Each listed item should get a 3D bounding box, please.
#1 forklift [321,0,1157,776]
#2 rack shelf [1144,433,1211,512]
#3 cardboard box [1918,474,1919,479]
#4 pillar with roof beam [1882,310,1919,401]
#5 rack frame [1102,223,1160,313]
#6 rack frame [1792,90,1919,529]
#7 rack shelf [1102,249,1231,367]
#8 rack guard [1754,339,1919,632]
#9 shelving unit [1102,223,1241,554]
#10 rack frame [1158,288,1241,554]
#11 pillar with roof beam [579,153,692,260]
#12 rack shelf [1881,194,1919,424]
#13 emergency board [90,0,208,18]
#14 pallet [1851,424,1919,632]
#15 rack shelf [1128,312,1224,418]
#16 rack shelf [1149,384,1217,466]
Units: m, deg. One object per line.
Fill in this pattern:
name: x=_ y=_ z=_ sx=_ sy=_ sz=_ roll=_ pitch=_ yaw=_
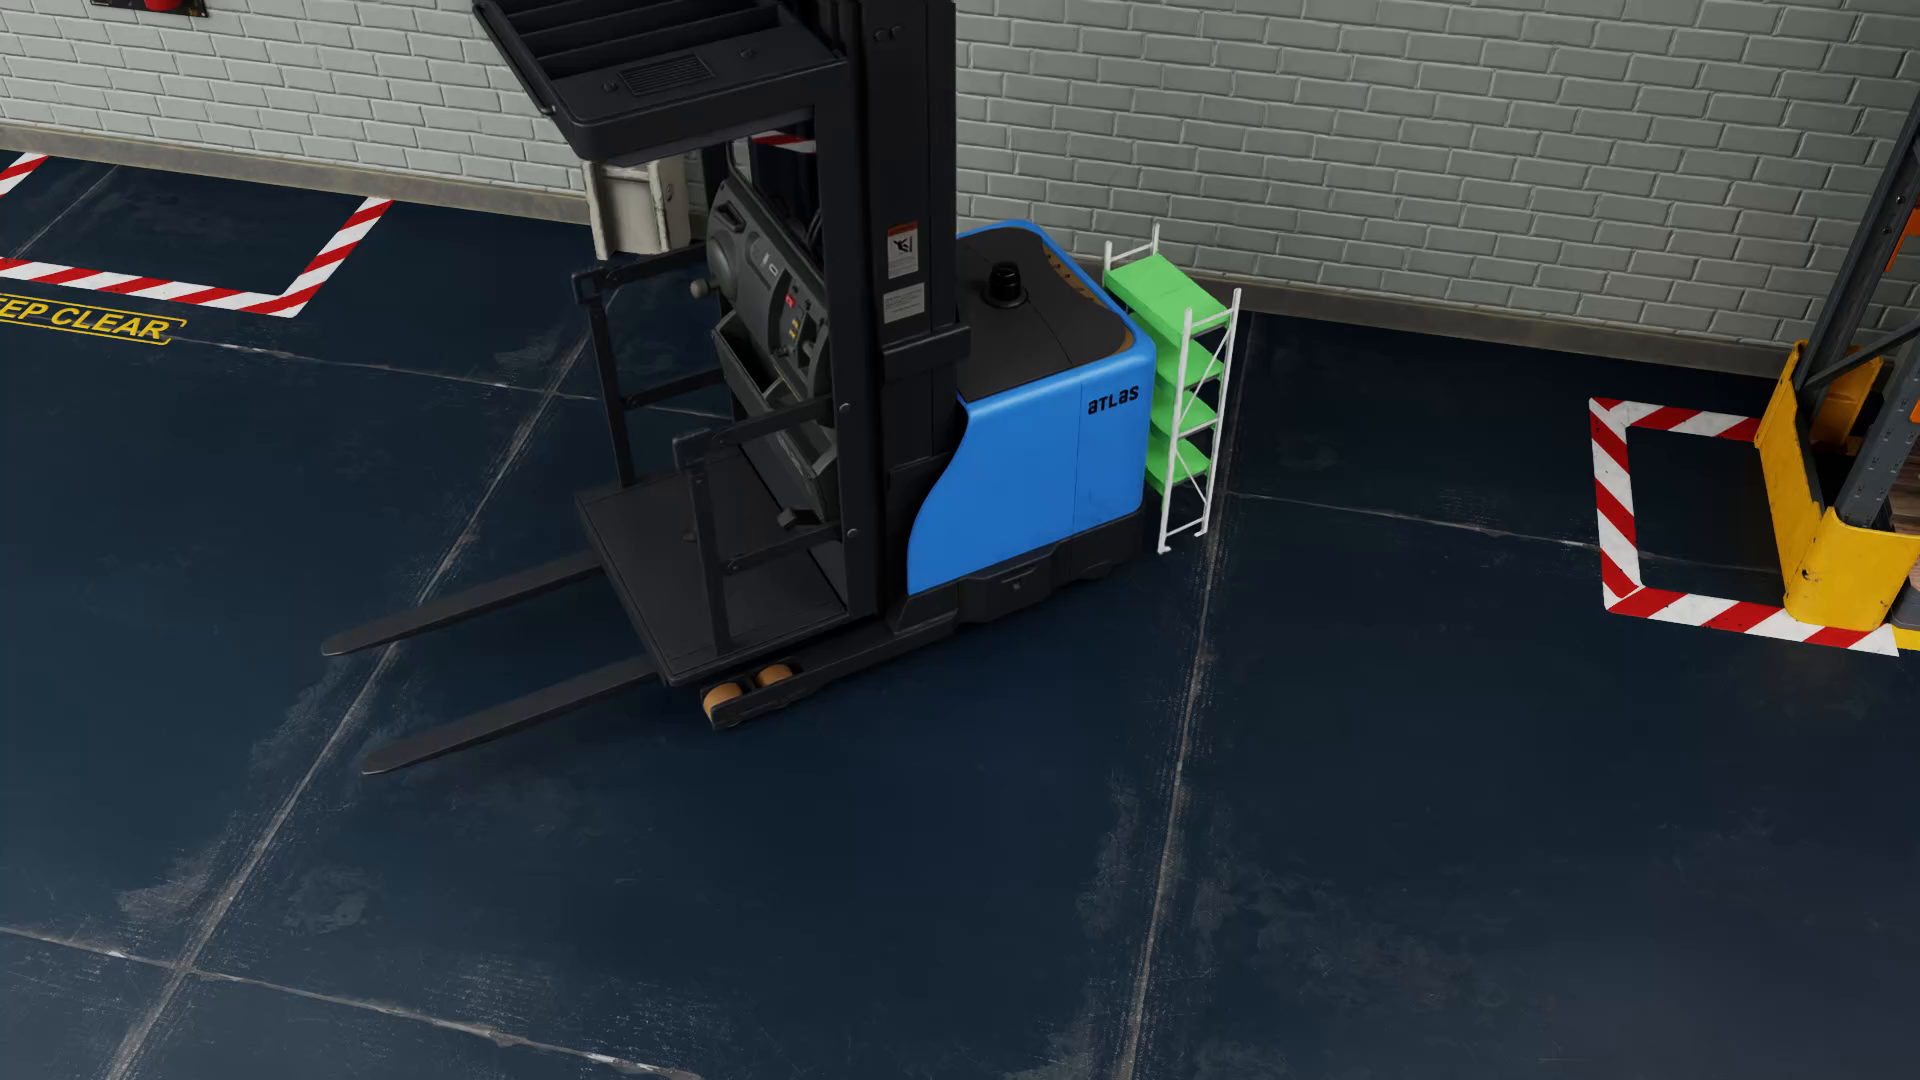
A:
forklift: x=-0.825 y=-0.795 z=5.463 sx=3.031 sy=2.935 sz=1.130 roll=-20 pitch=47 yaw=-20
rack shelf: x=0.773 y=-0.349 z=6.685 sx=0.258 sy=0.148 sz=0.480 roll=-23 pitch=49 yaw=-22
cardboard box: x=4.076 y=-0.175 z=6.391 sx=0.500 sy=0.311 sz=0.500 roll=4 pitch=44 yaw=4
pillar with roof beam: x=3.353 y=-0.879 z=1.174 sx=0.400 sy=9.000 sz=9.100 roll=9 pitch=45 yaw=9
rack frame: x=0.644 y=-0.711 z=6.624 sx=0.240 sy=1.200 sz=0.015 roll=-23 pitch=49 yaw=-22
rack frame: x=3.421 y=-1.151 z=5.783 sx=0.127 sy=3.000 sz=1.000 roll=9 pitch=45 yaw=9
rack shelf: x=0.773 y=-0.868 z=6.186 sx=0.258 sy=0.148 sz=0.480 roll=-23 pitch=49 yaw=-22
rack guard: x=3.495 y=-0.239 z=6.638 sx=0.348 sy=0.500 sz=1.175 roll=9 pitch=45 yaw=9
shelving unit: x=0.773 y=-0.568 z=6.475 sx=0.258 sy=1.200 sz=0.503 roll=-23 pitch=49 yaw=-22
rack frame: x=0.902 y=-0.424 z=6.325 sx=0.240 sy=1.200 sz=0.015 roll=-23 pitch=49 yaw=-22
pillar with roof beam: x=-2.503 y=-1.787 z=2.118 sx=0.400 sy=9.000 sz=9.100 roll=9 pitch=45 yaw=9
rack shelf: x=5.372 y=-0.589 z=5.718 sx=4.000 sy=0.370 sz=1.077 roll=9 pitch=45 yaw=9
emergency board: x=-3.966 y=-2.939 z=7.641 sx=0.643 sy=1.169 sz=0.194 roll=9 pitch=45 yaw=9
pallet: x=4.280 y=0.012 z=6.585 sx=1.213 sy=0.211 sz=1.003 roll=9 pitch=45 yaw=9
rack shelf: x=0.773 y=-0.695 z=6.353 sx=0.258 sy=0.148 sz=0.480 roll=-23 pitch=49 yaw=-22
rack shelf: x=0.773 y=-0.522 z=6.519 sx=0.258 sy=0.148 sz=0.480 roll=-23 pitch=49 yaw=-22
